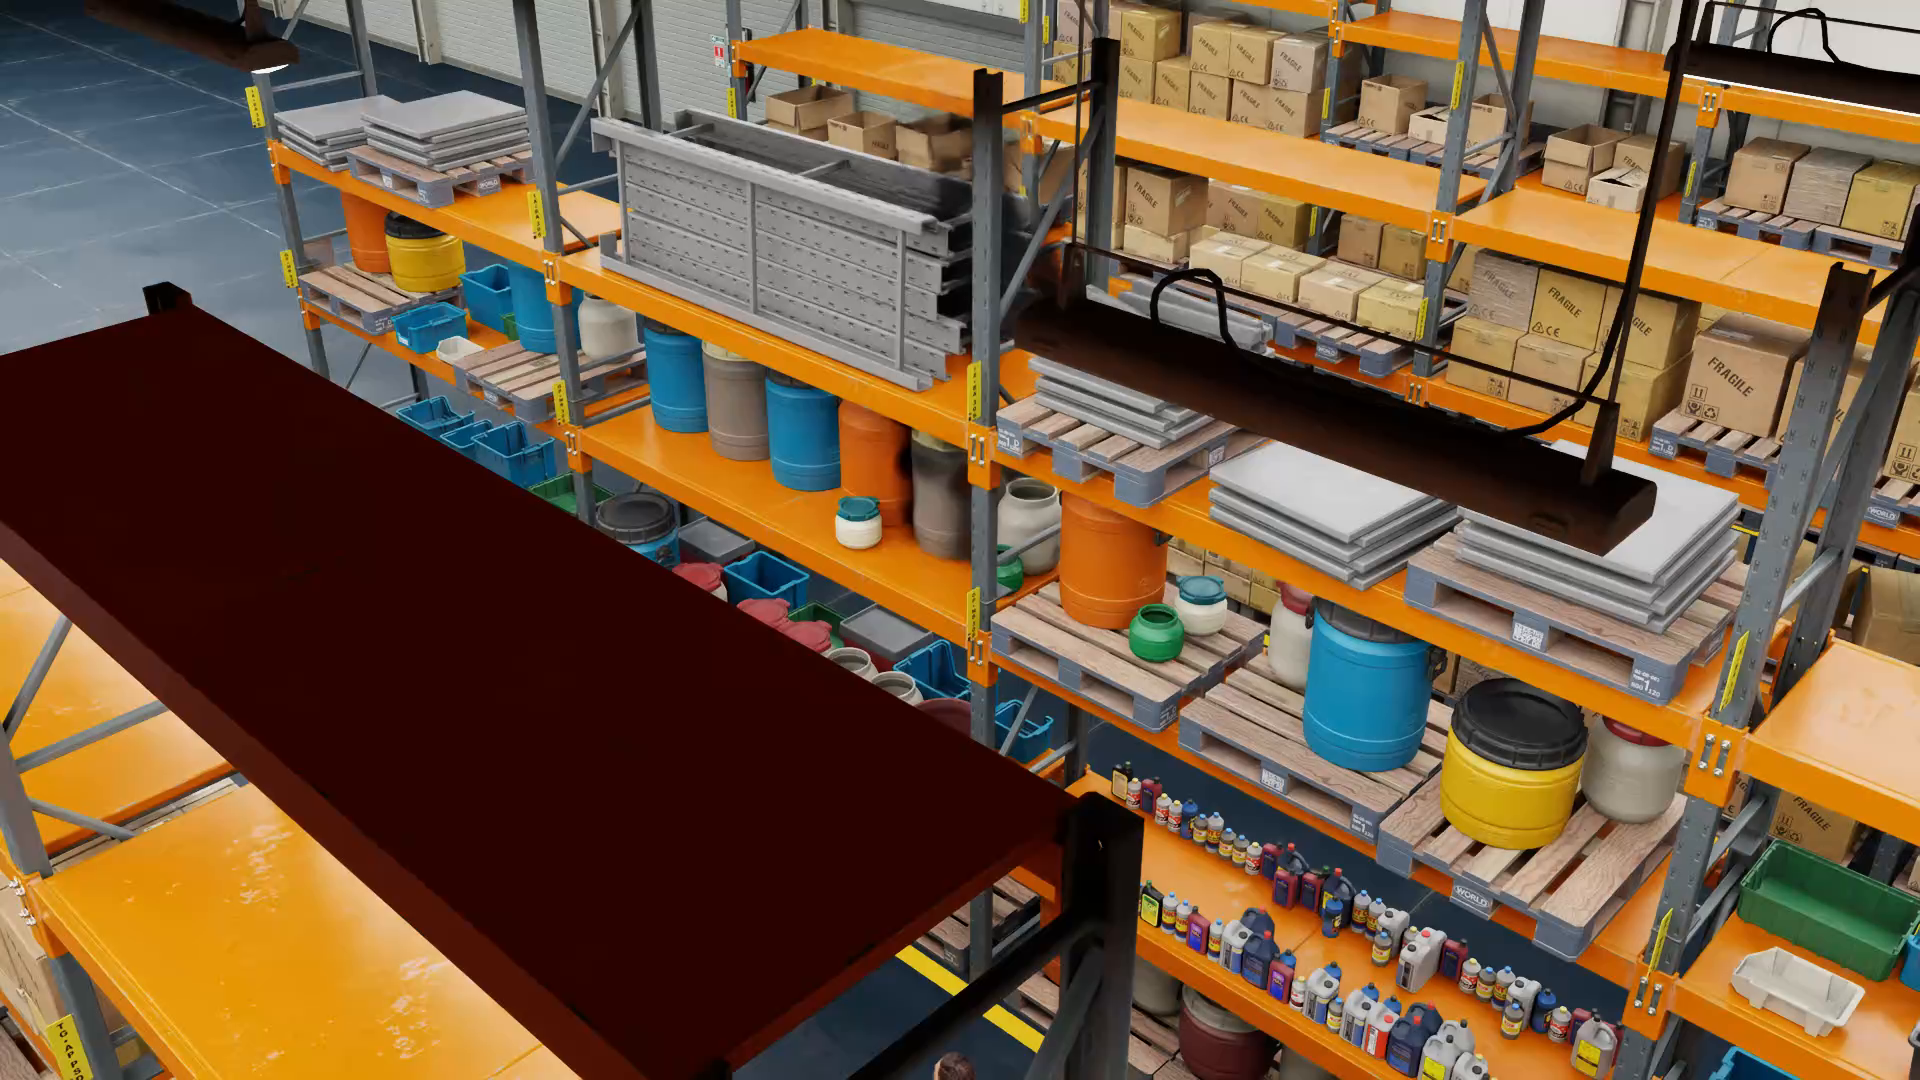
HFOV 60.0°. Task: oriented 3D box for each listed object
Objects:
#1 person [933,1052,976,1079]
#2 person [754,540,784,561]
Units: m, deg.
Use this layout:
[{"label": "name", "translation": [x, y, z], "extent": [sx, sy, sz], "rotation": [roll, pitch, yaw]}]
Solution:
[{"label": "person", "translation": [0.009, 3.328, 8.675], "extent": [0.563, 1.642, 0.581], "rotation": [20, 35, 32]}, {"label": "person", "translation": [-1.681, -0.006, 14.571], "extent": [0.536, 1.604, 0.695], "rotation": [-12, 31, -20]}]
